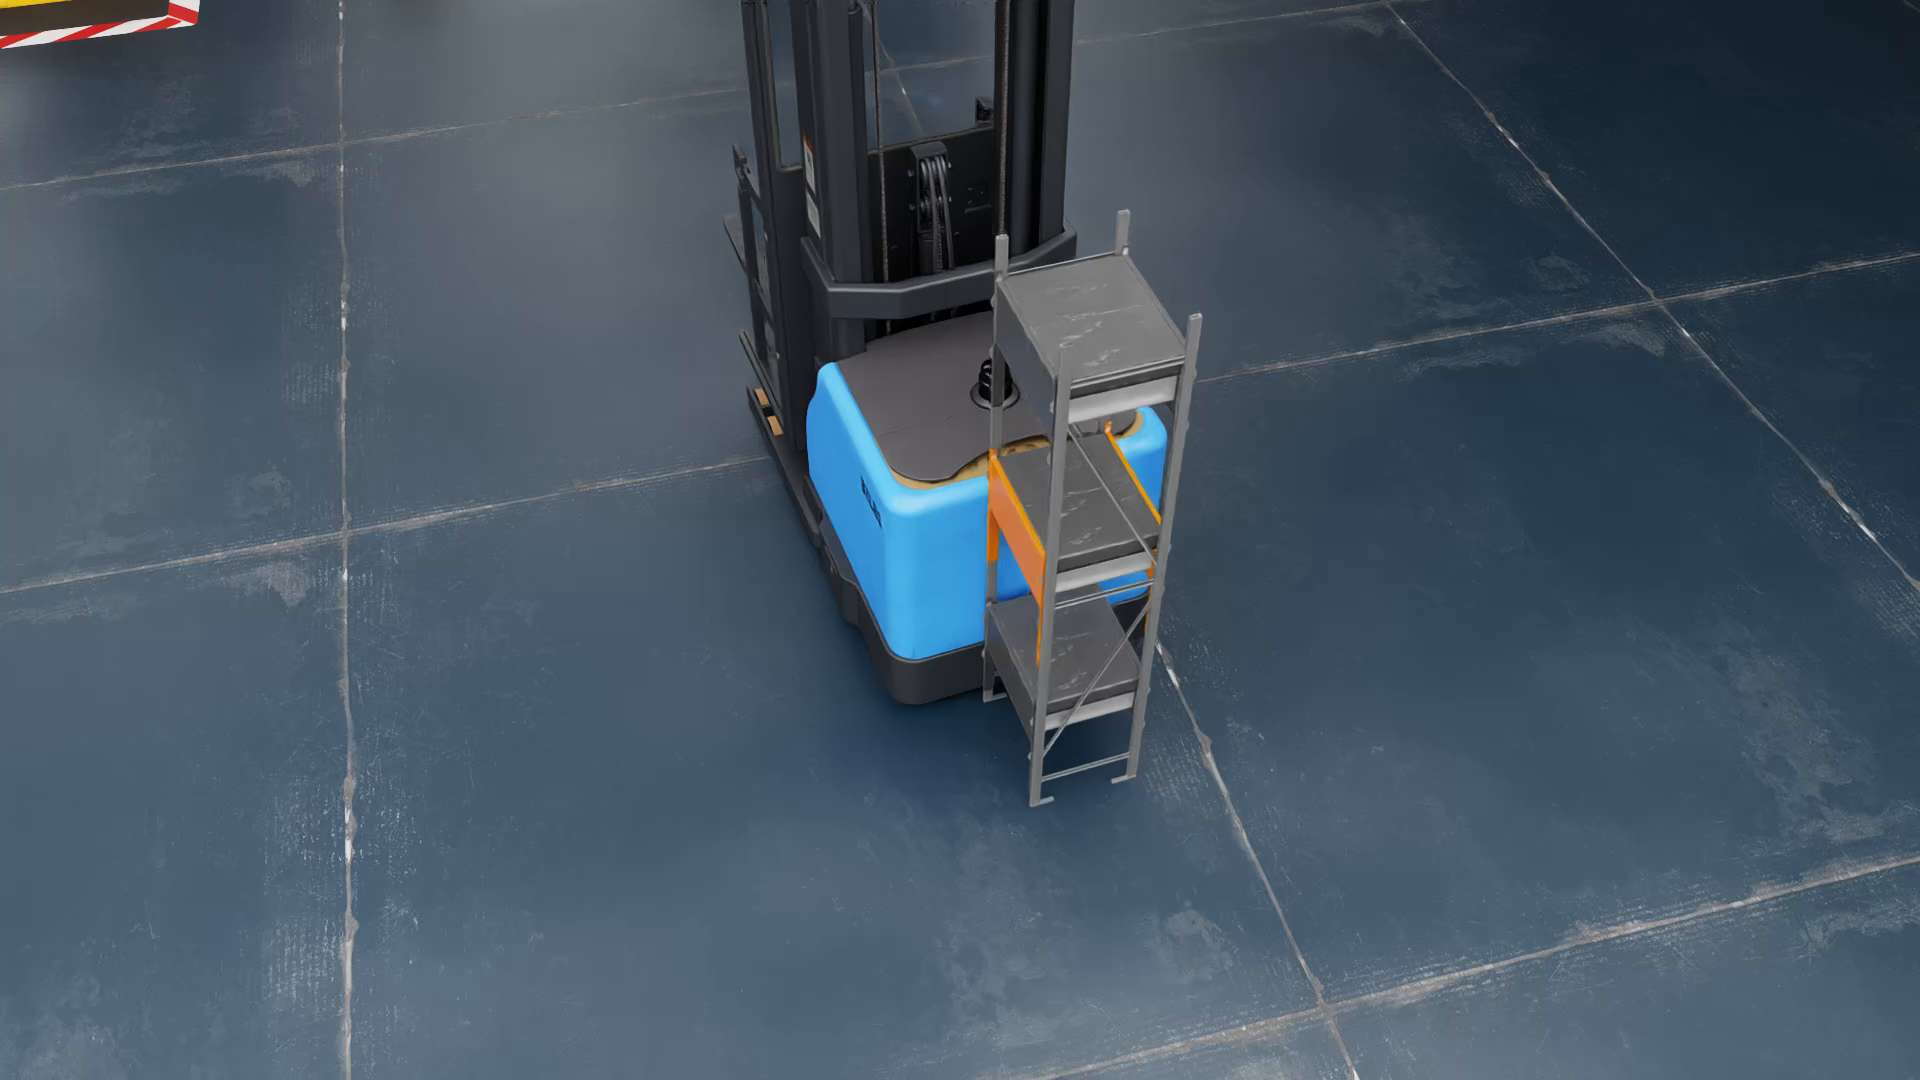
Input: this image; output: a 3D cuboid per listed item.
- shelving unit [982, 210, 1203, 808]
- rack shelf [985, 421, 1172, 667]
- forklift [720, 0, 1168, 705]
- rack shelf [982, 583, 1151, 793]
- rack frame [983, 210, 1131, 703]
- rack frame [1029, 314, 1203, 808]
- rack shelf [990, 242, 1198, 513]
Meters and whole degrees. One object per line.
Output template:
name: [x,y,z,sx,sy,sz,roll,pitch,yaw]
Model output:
shelving unit: [0.364,0.003,5.268,0.431,2.100,0.503,-14,49,-13]
rack shelf: [0.364,0.012,5.278,0.431,0.518,0.480,-14,49,-13]
forklift: [-0.282,-1.494,6.162,1.130,2.935,3.031,-16,48,-15]
rack shelf: [0.359,0.490,5.790,0.431,0.518,0.480,-14,49,-13]
rack frame: [0.285,-0.166,5.426,0.400,2.100,0.015,-14,49,-13]
rack frame: [0.442,0.172,5.111,0.400,2.100,0.015,-14,49,-13]
rack shelf: [0.368,-0.466,4.767,0.431,0.518,0.480,-14,49,-13]
